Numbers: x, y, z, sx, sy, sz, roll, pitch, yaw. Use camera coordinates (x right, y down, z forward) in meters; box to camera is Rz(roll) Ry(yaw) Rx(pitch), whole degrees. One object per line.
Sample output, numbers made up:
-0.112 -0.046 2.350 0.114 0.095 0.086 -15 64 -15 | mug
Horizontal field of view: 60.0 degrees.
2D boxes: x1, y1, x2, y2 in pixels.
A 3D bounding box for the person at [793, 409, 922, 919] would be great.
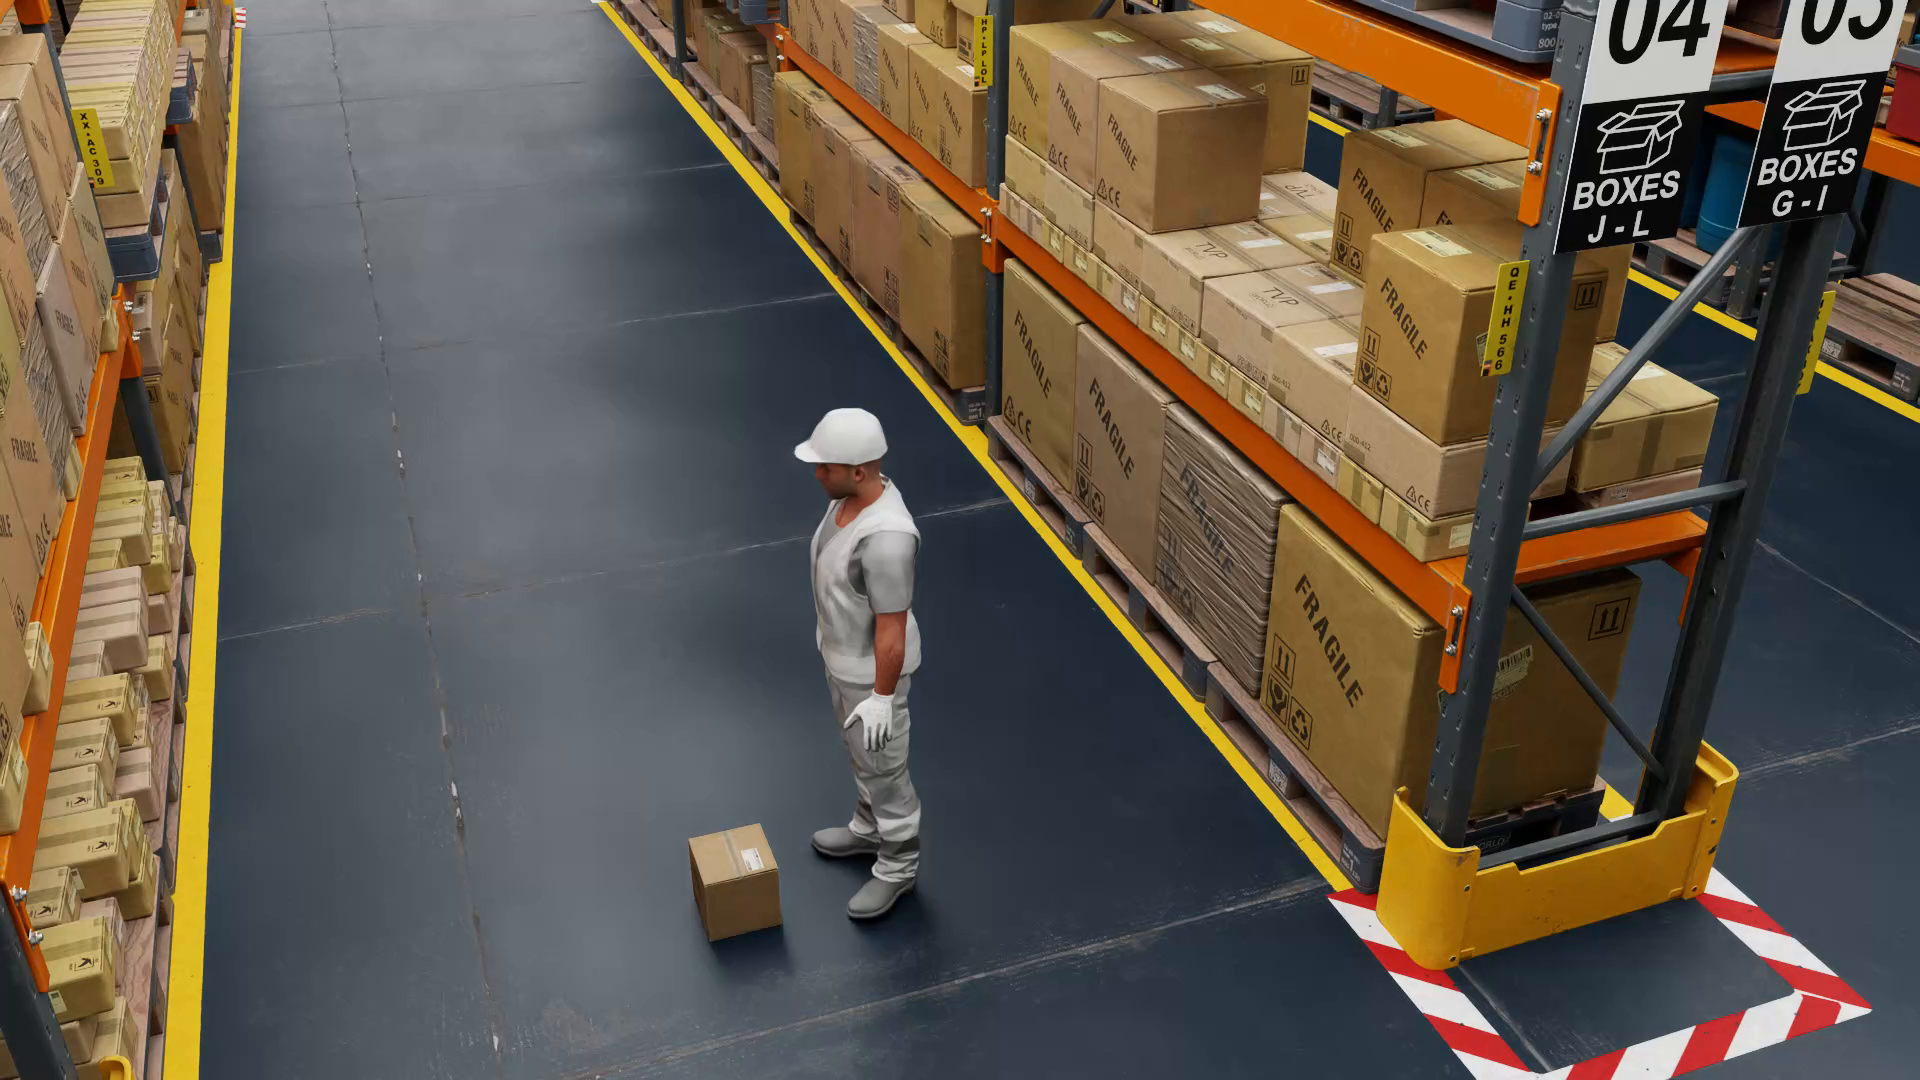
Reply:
-0.311 0.403 5.360 0.356 1.788 0.579 -10 31 -16 | person
